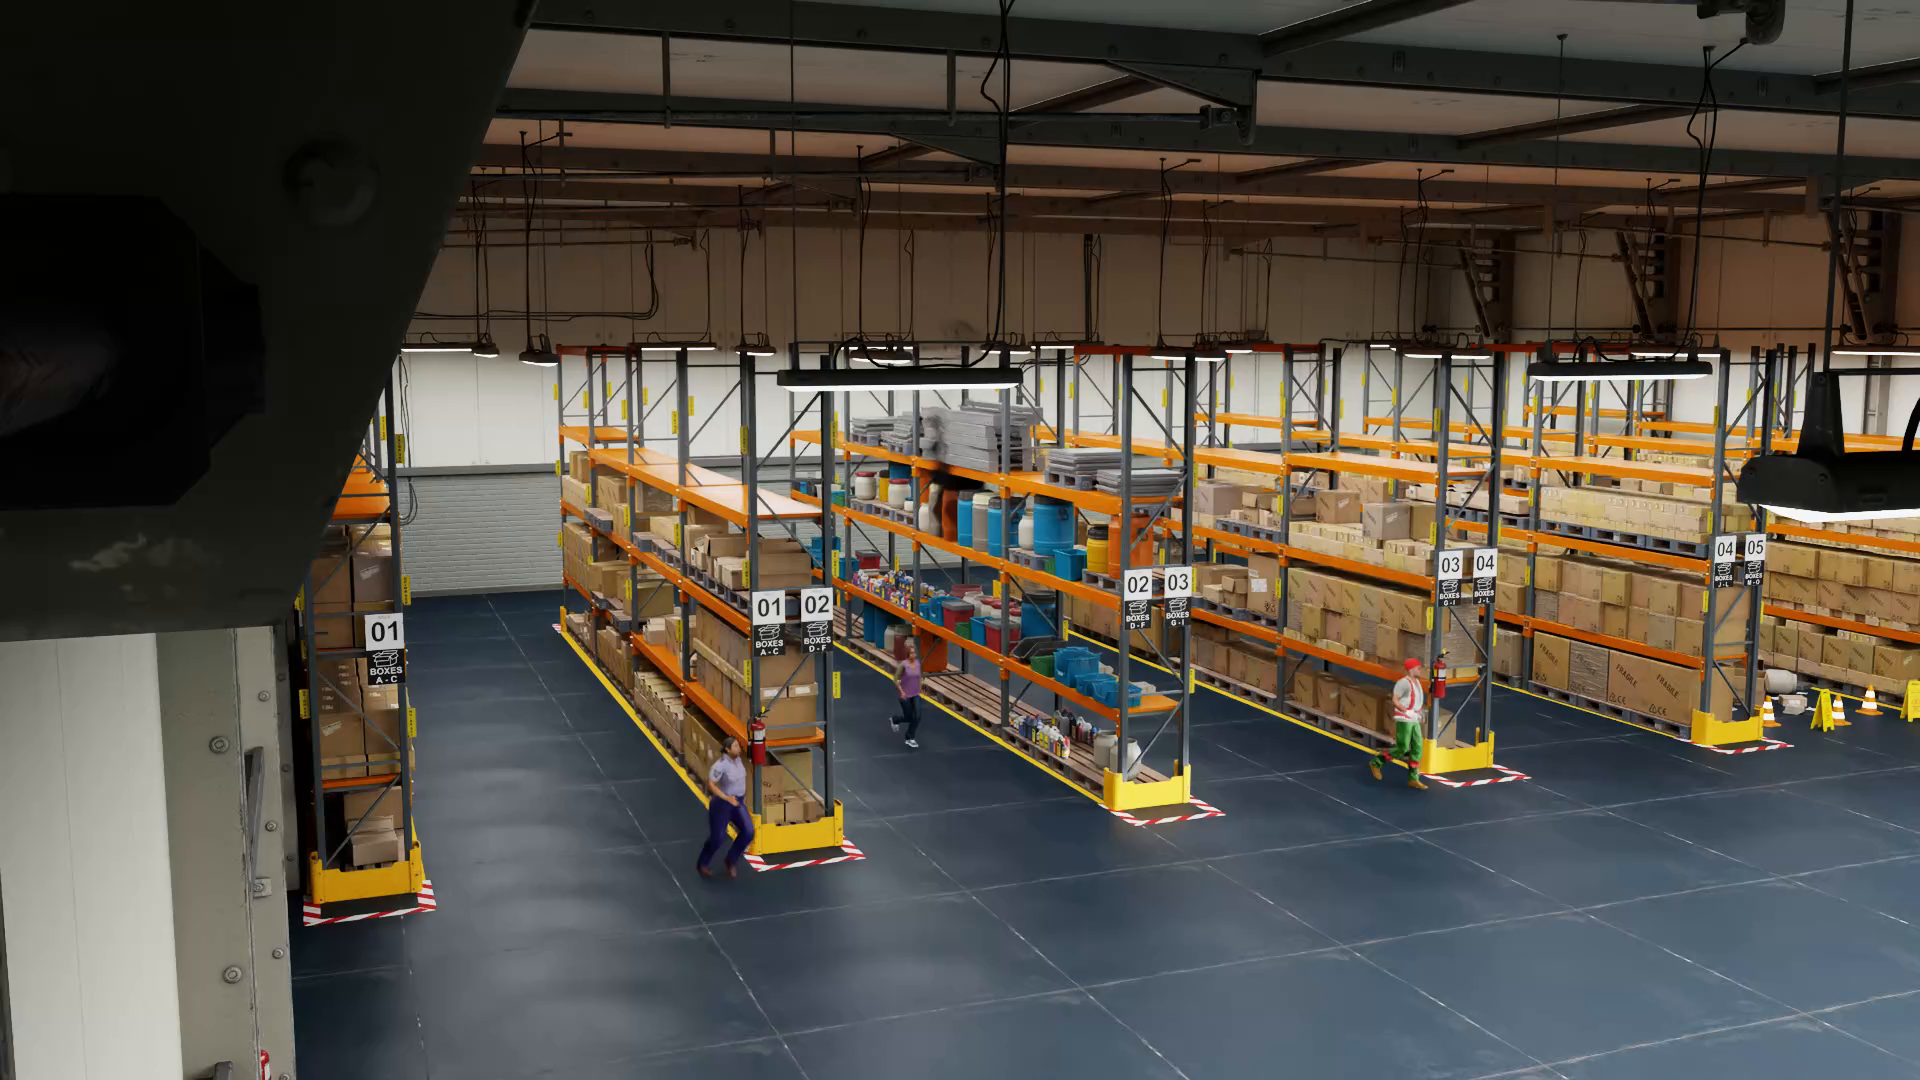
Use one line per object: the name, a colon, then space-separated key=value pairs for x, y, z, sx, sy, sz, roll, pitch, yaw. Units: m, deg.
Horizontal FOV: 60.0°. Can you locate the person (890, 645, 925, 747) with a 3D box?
person: x=-0.811 y=2.356 z=25.376 sx=0.522 sy=1.554 sz=0.595 roll=-5 pitch=9 yaw=-34

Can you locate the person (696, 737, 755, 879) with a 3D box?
person: x=-2.677 y=3.102 z=19.319 sx=0.644 sy=1.638 sz=0.676 roll=5 pitch=9 yaw=35

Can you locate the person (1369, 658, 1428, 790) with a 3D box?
person: x=6.232 y=2.518 z=23.192 sx=0.841 sy=1.766 sz=0.716 roll=6 pitch=9 yaw=40
